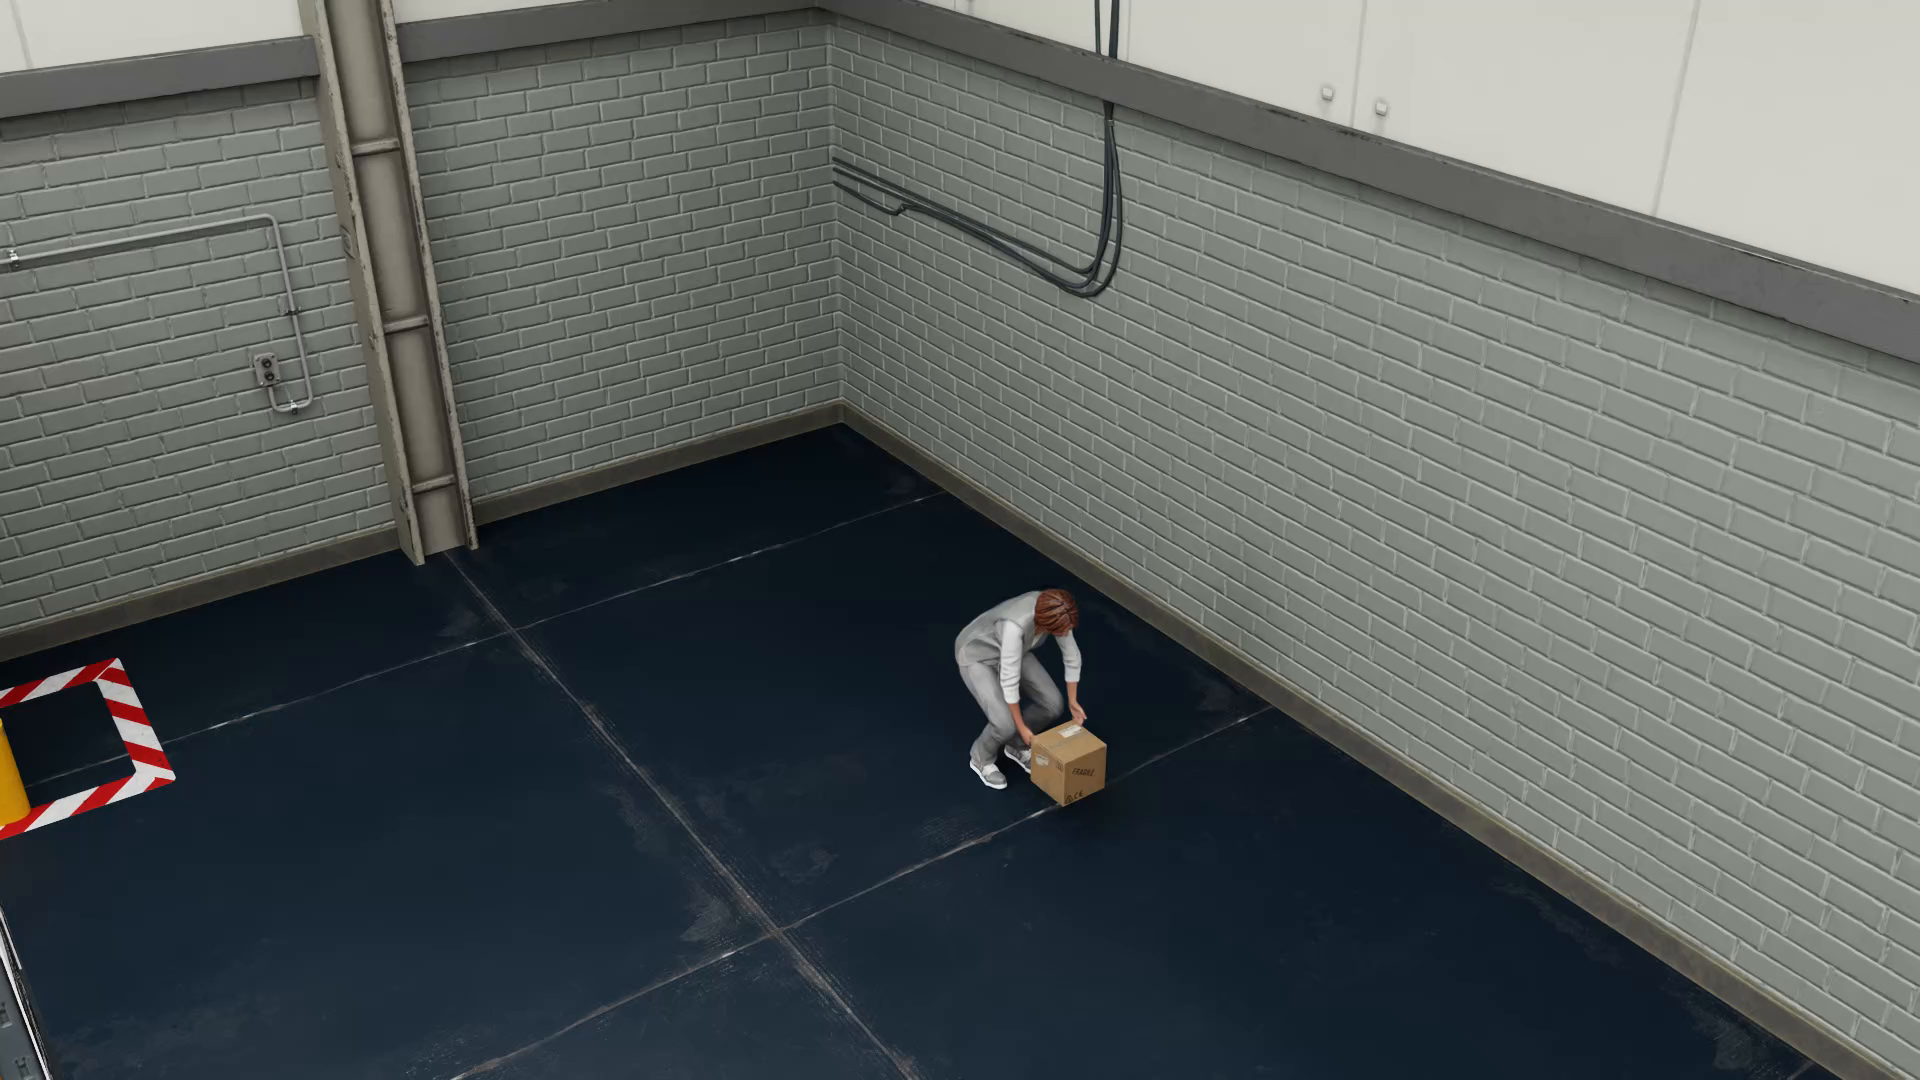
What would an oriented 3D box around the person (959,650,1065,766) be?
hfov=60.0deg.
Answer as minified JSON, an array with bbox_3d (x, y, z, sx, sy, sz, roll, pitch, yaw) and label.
[{"bbox_3d":[0.224,0.771,8.061,0.416,0.664,0.484,-19,34,-30],"label":"person"}]
